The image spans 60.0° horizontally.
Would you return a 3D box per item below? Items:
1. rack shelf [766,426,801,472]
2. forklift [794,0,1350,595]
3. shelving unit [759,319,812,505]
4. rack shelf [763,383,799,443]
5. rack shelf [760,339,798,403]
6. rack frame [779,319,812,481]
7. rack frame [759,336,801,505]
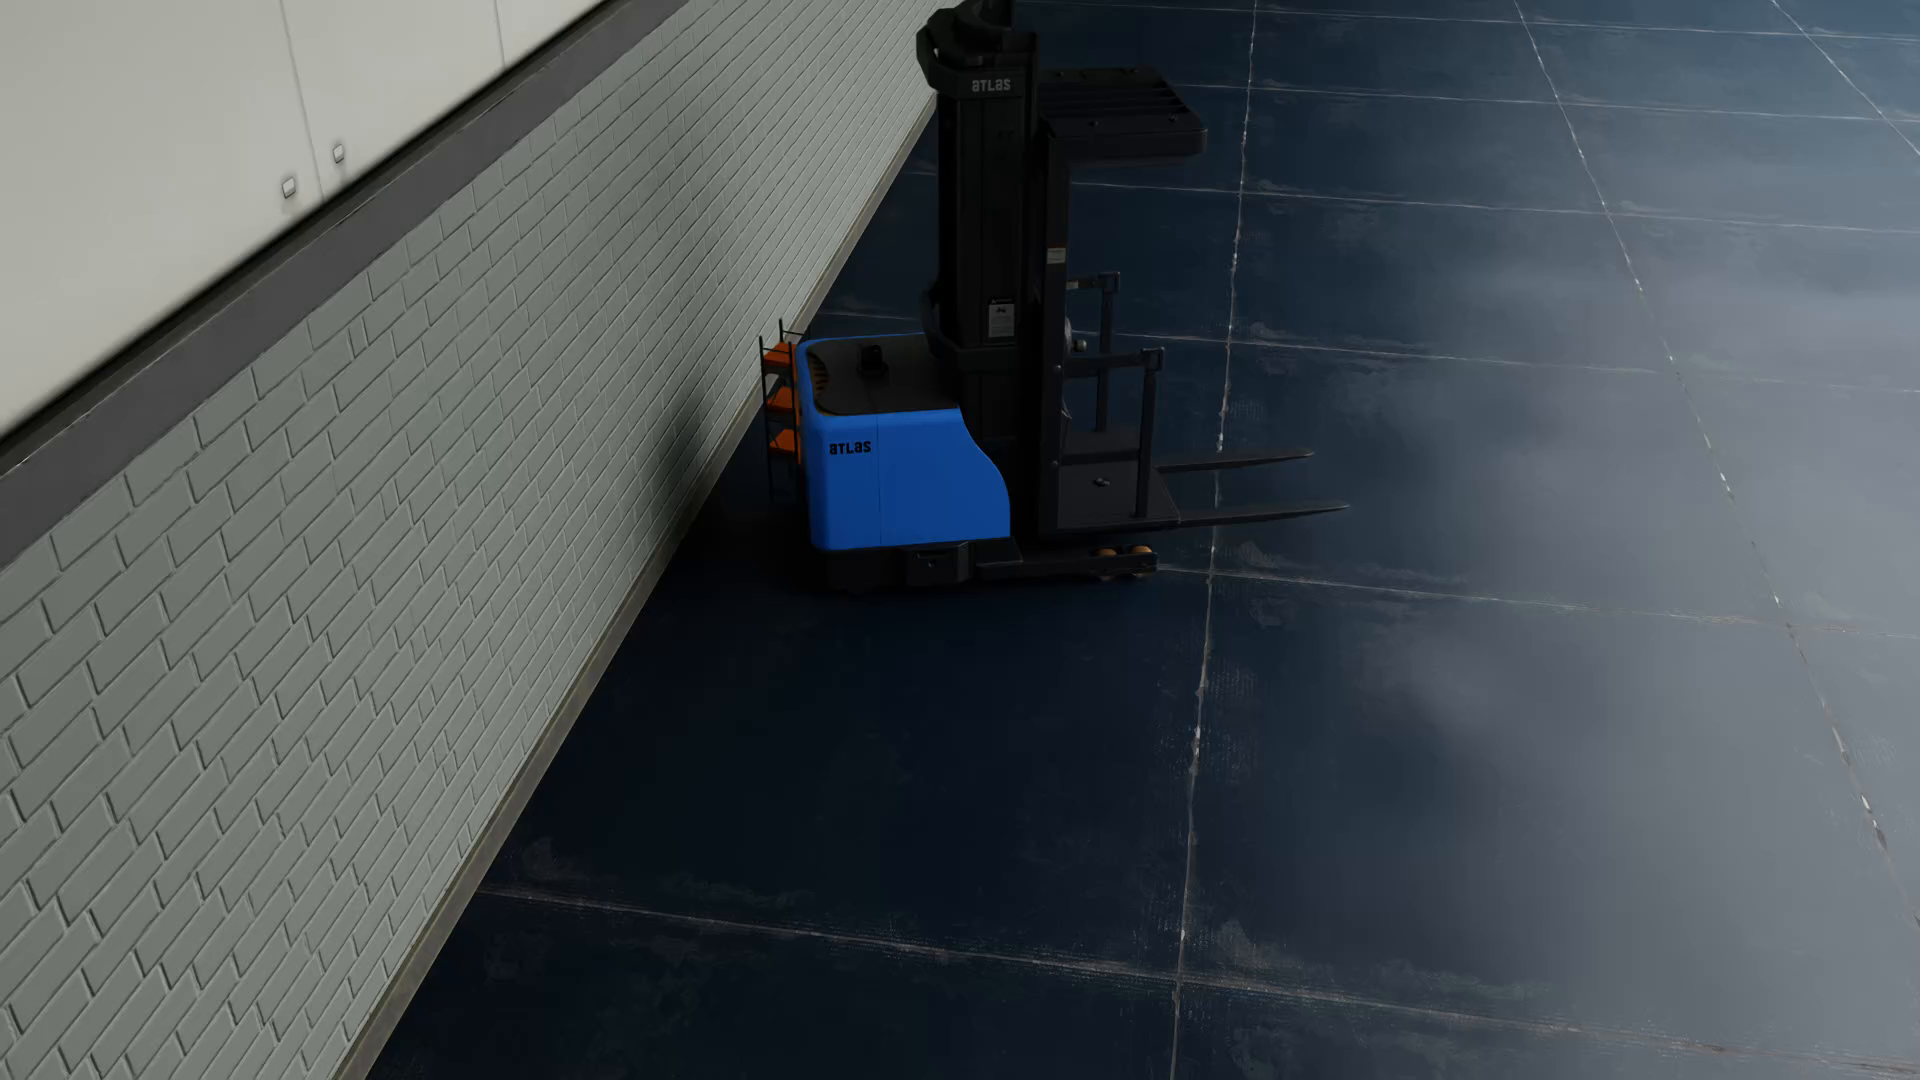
[{"bbox_3d":[-0.981,-0.487,9.755,0.215,0.259,0.240,12,34,18],"label":"rack shelf"},{"bbox_3d":[0.638,-1.300,8.738,3.031,2.935,1.130,-5,32,-7],"label":"forklift"},{"bbox_3d":[-0.980,-0.731,9.602,0.215,1.050,0.252,12,34,18],"label":"shelving unit"},{"bbox_3d":[-0.980,-0.722,9.608,0.215,0.259,0.240,12,34,18],"label":"rack shelf"},{"bbox_3d":[-0.980,-0.963,9.457,0.215,0.259,0.240,12,34,18],"label":"rack shelf"},{"bbox_3d":[-0.935,-0.791,9.698,0.200,1.050,0.008,12,34,18],"label":"rack frame"},{"bbox_3d":[-1.026,-0.671,9.506,0.200,1.050,0.008,12,34,18],"label":"rack frame"}]
